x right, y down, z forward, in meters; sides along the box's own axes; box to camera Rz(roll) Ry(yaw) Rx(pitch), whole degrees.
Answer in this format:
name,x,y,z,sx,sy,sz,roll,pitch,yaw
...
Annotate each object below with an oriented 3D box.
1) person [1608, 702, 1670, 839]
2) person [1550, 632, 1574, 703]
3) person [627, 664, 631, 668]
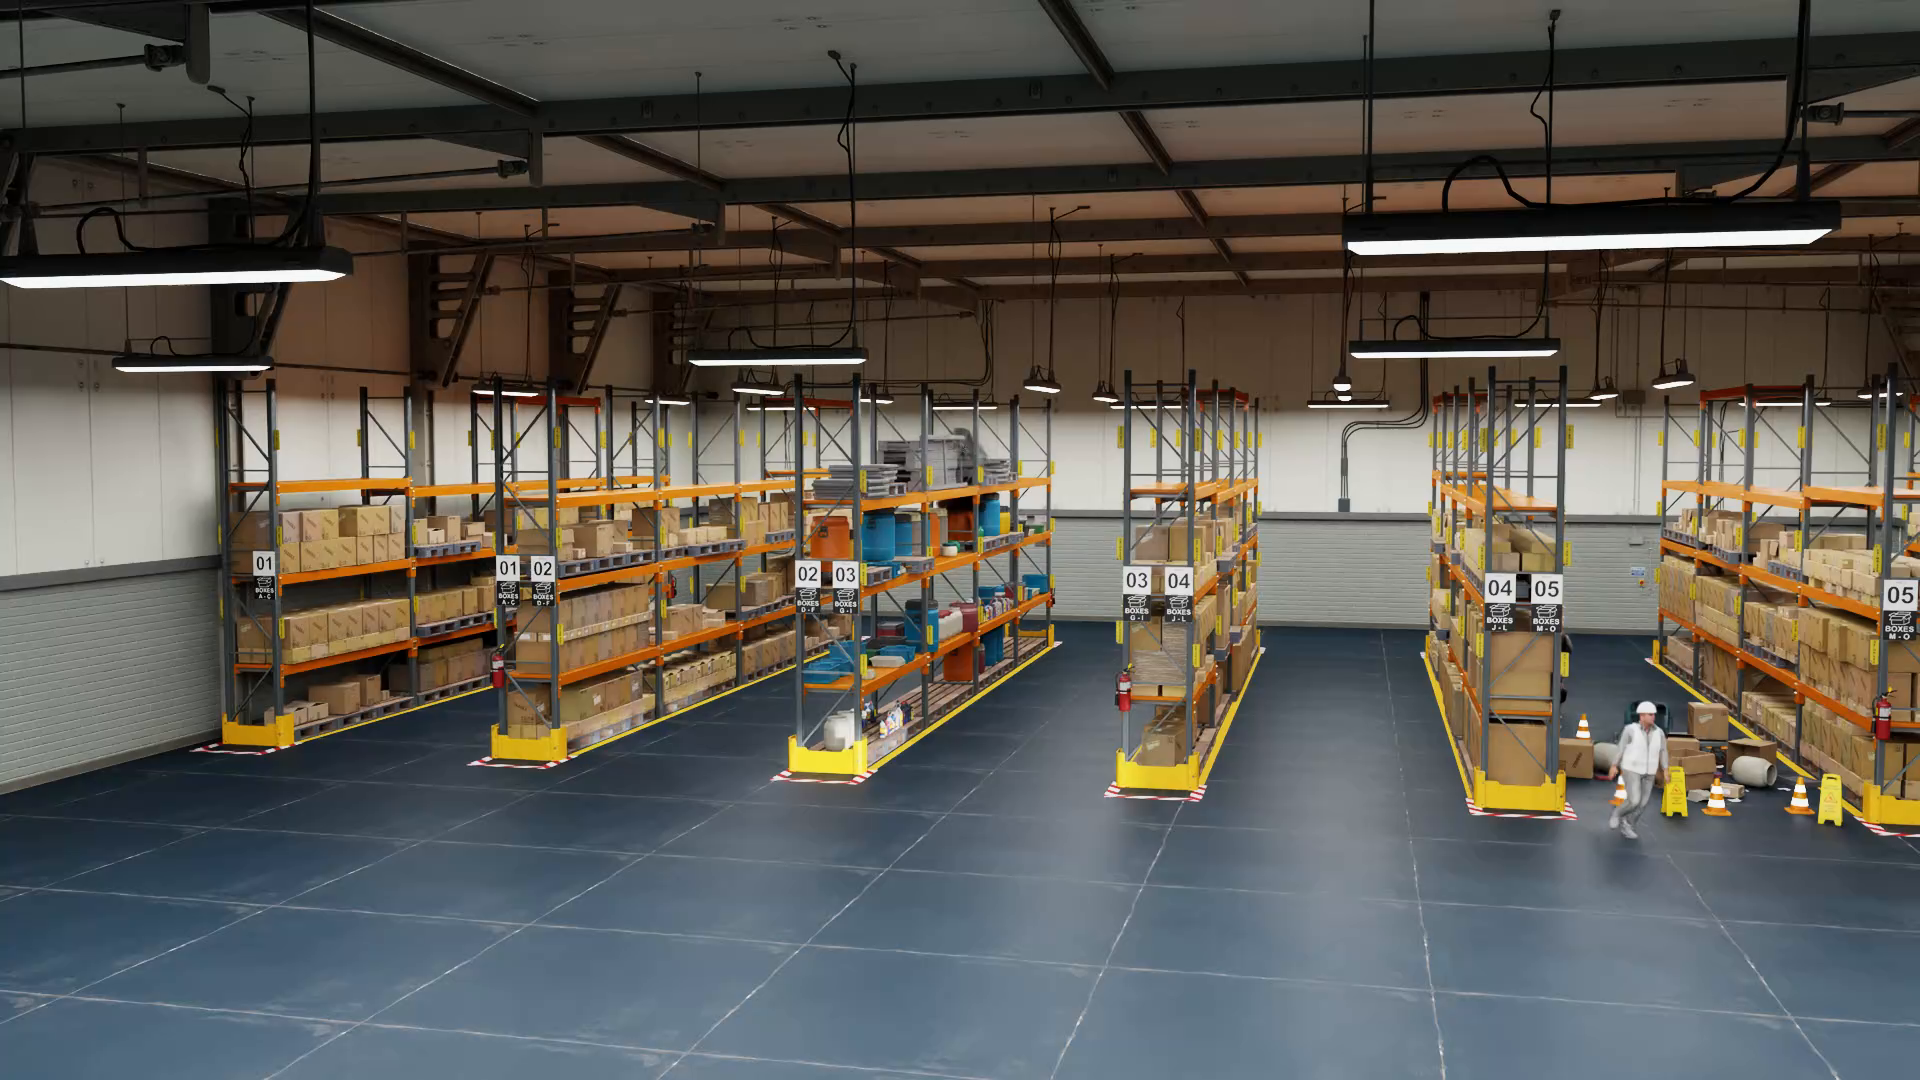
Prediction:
name,x,y,z,sx,sy,sz,roll,pitch,yaw
person,8.518,2.883,20.836,0.646,1.753,0.565,-1,3,-10
person,11.084,2.316,30.965,0.672,1.676,0.687,0,3,4
person,-7.289,2.009,35.826,0.560,1.750,0.832,0,3,3
